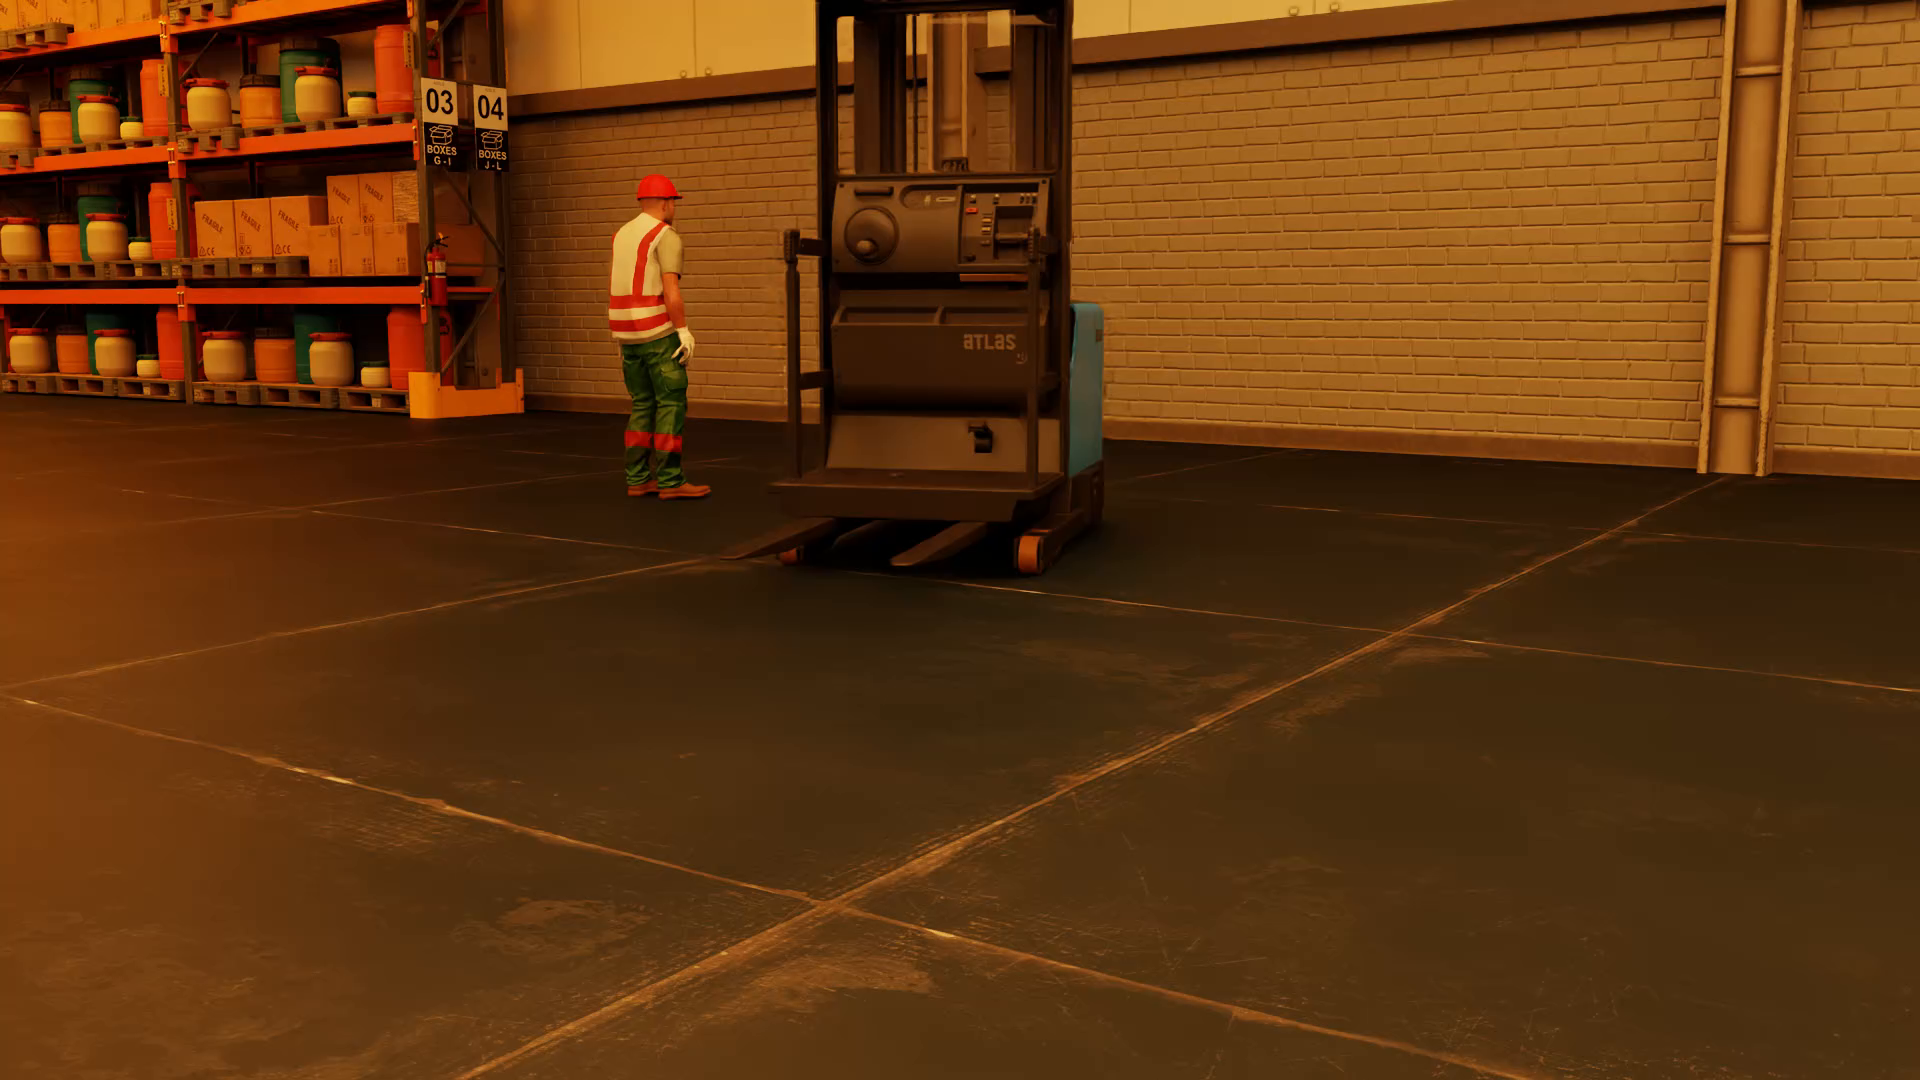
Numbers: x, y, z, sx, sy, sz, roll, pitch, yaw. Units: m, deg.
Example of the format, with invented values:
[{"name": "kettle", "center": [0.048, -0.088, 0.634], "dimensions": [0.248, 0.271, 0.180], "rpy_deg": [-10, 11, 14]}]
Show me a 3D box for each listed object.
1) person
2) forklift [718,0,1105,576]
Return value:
[{"name": "person", "center": [-1.694, -1.126, 9.225], "dimensions": [0.609, 1.777, 0.455], "rpy_deg": [7, 11, 42]}, {"name": "forklift", "center": [-0.133, -1.366, 6.802], "dimensions": [1.130, 2.935, 3.031], "rpy_deg": [2, 8, 14]}]
